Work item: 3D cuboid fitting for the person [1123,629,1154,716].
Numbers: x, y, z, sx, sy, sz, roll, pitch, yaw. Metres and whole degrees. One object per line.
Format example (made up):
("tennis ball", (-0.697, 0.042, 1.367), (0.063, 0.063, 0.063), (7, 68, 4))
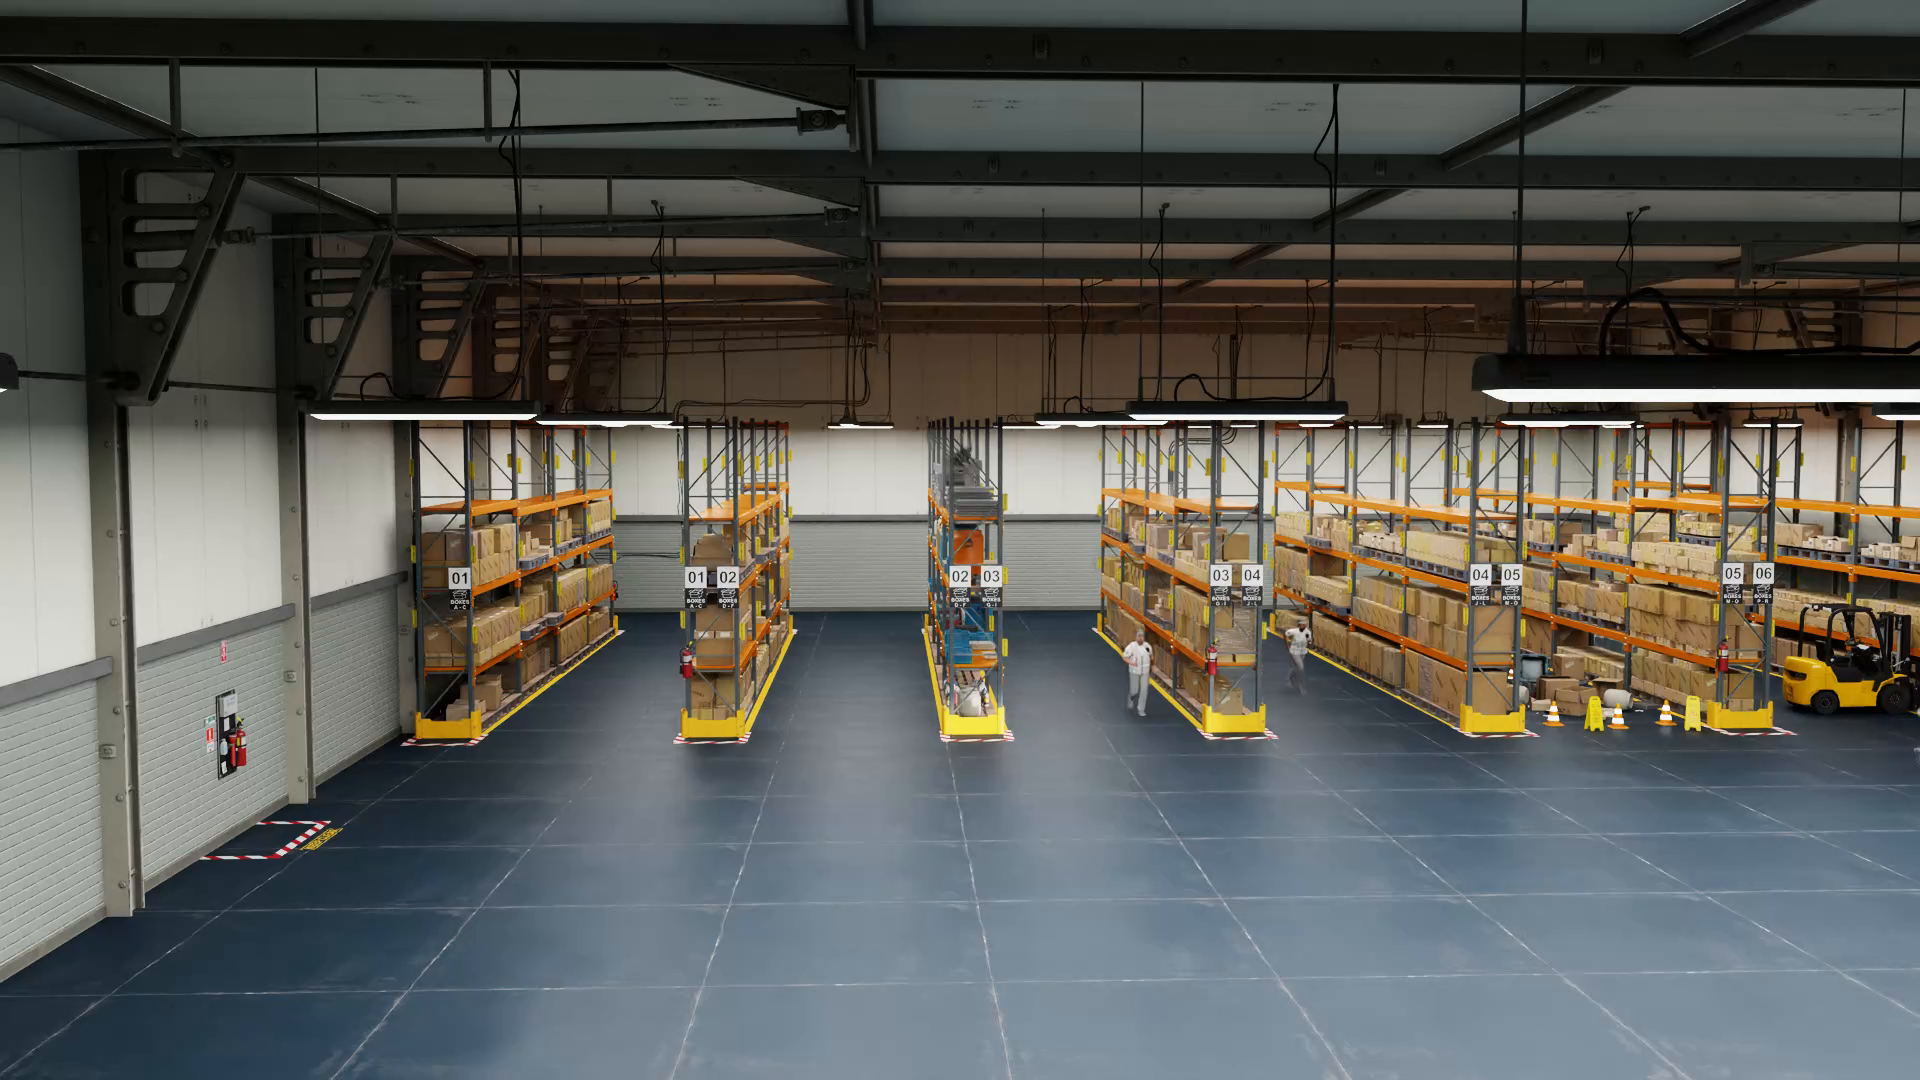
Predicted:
("person", (3.622, 2.653, 33.620), (0.668, 1.749, 0.722), (-1, 4, -9))

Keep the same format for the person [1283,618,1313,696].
("person", (7.390, 2.527, 36.493), (0.577, 1.700, 0.956), (-1, 4, -21))
